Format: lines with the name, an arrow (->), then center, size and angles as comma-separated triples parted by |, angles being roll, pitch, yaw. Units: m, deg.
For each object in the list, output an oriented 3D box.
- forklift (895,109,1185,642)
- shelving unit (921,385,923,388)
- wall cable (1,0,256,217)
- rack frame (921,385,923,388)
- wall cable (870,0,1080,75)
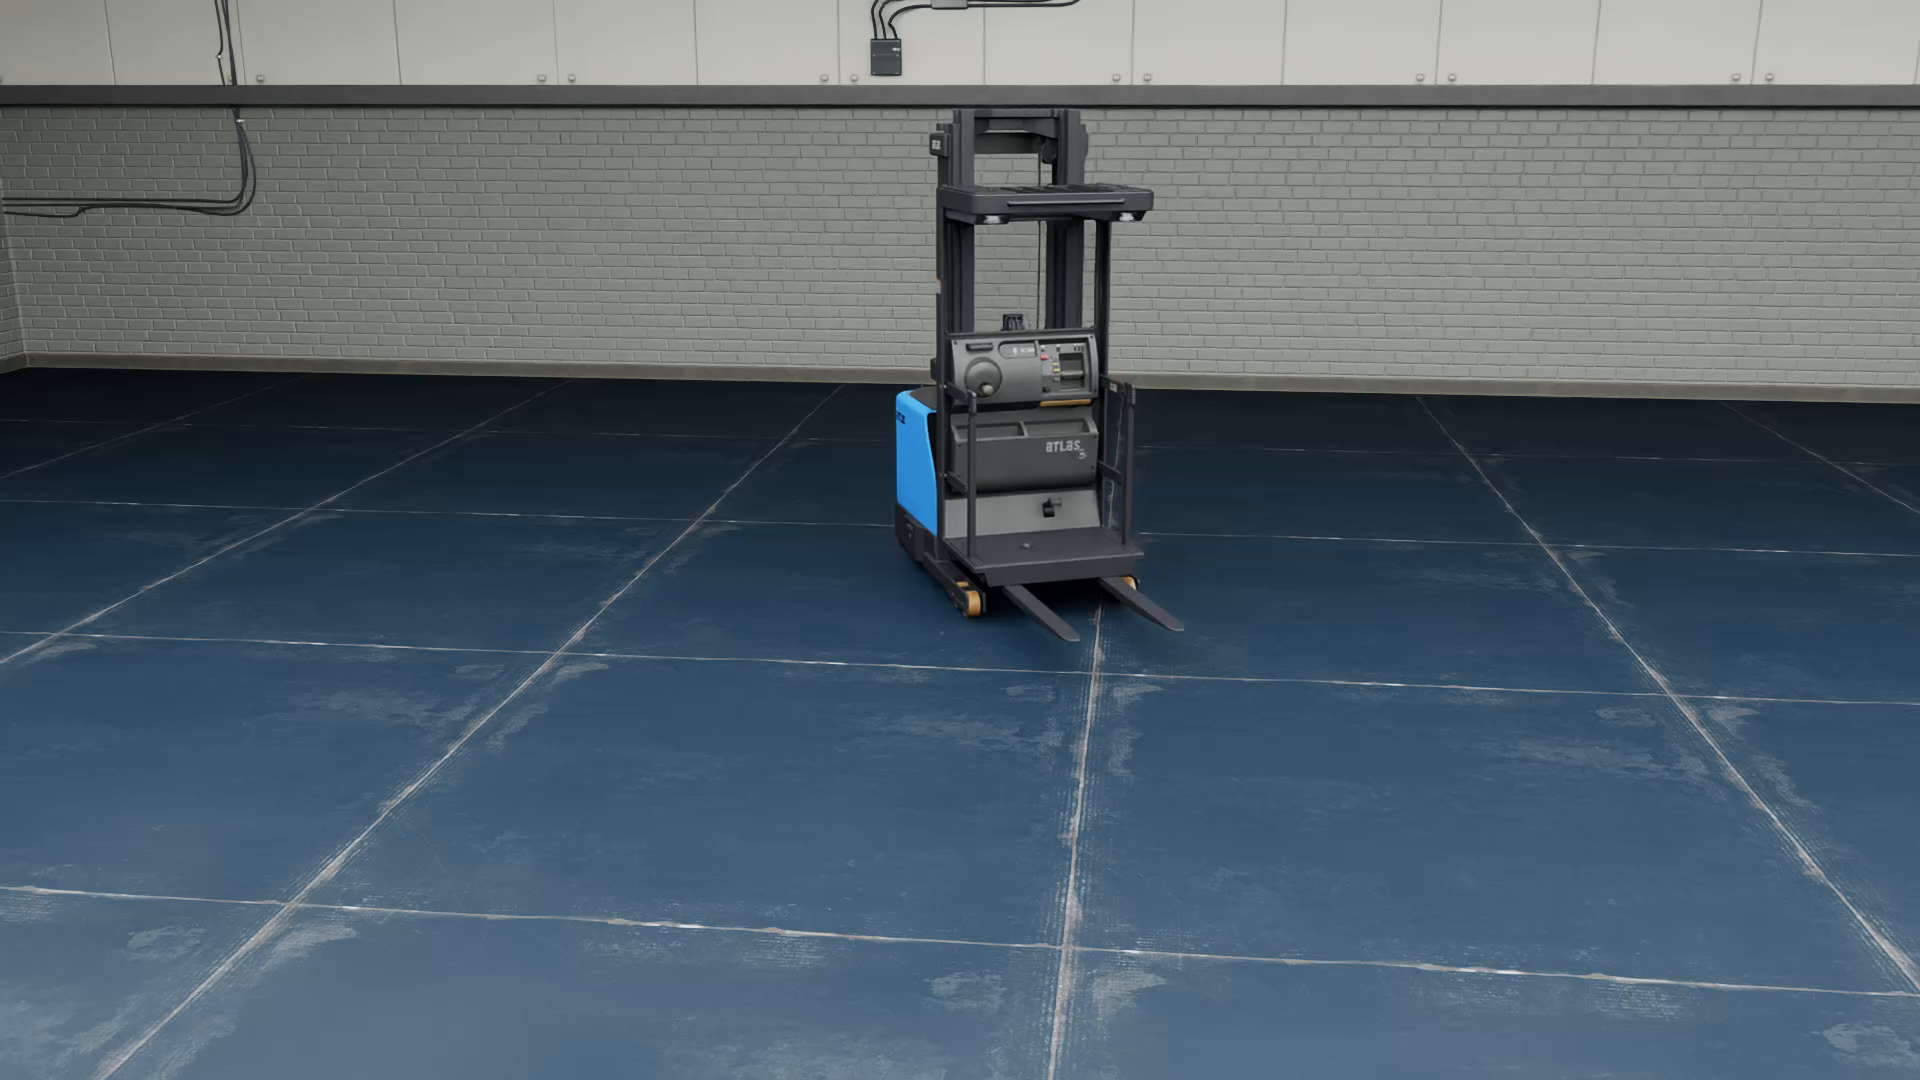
forklift -> 0.464, -1.066, 9.990 | 1.130, 2.935, 3.031 | -5, 16, -16
shelving unit -> -0.143, -0.559, 11.720 | 0.215, 1.050, 0.252 | -5, 16, -16
wall cable -> -9.192, -4.767, 18.002 | 3.097, 2.526, 0.112 | 2, 15, 6
rack frame -> -0.179, -0.590, 11.832 | 0.200, 1.050, 0.008 | -5, 16, -16
wall cable -> 0.239, -7.624, 16.103 | 2.305, 6.003, 0.169 | 2, 15, 6
